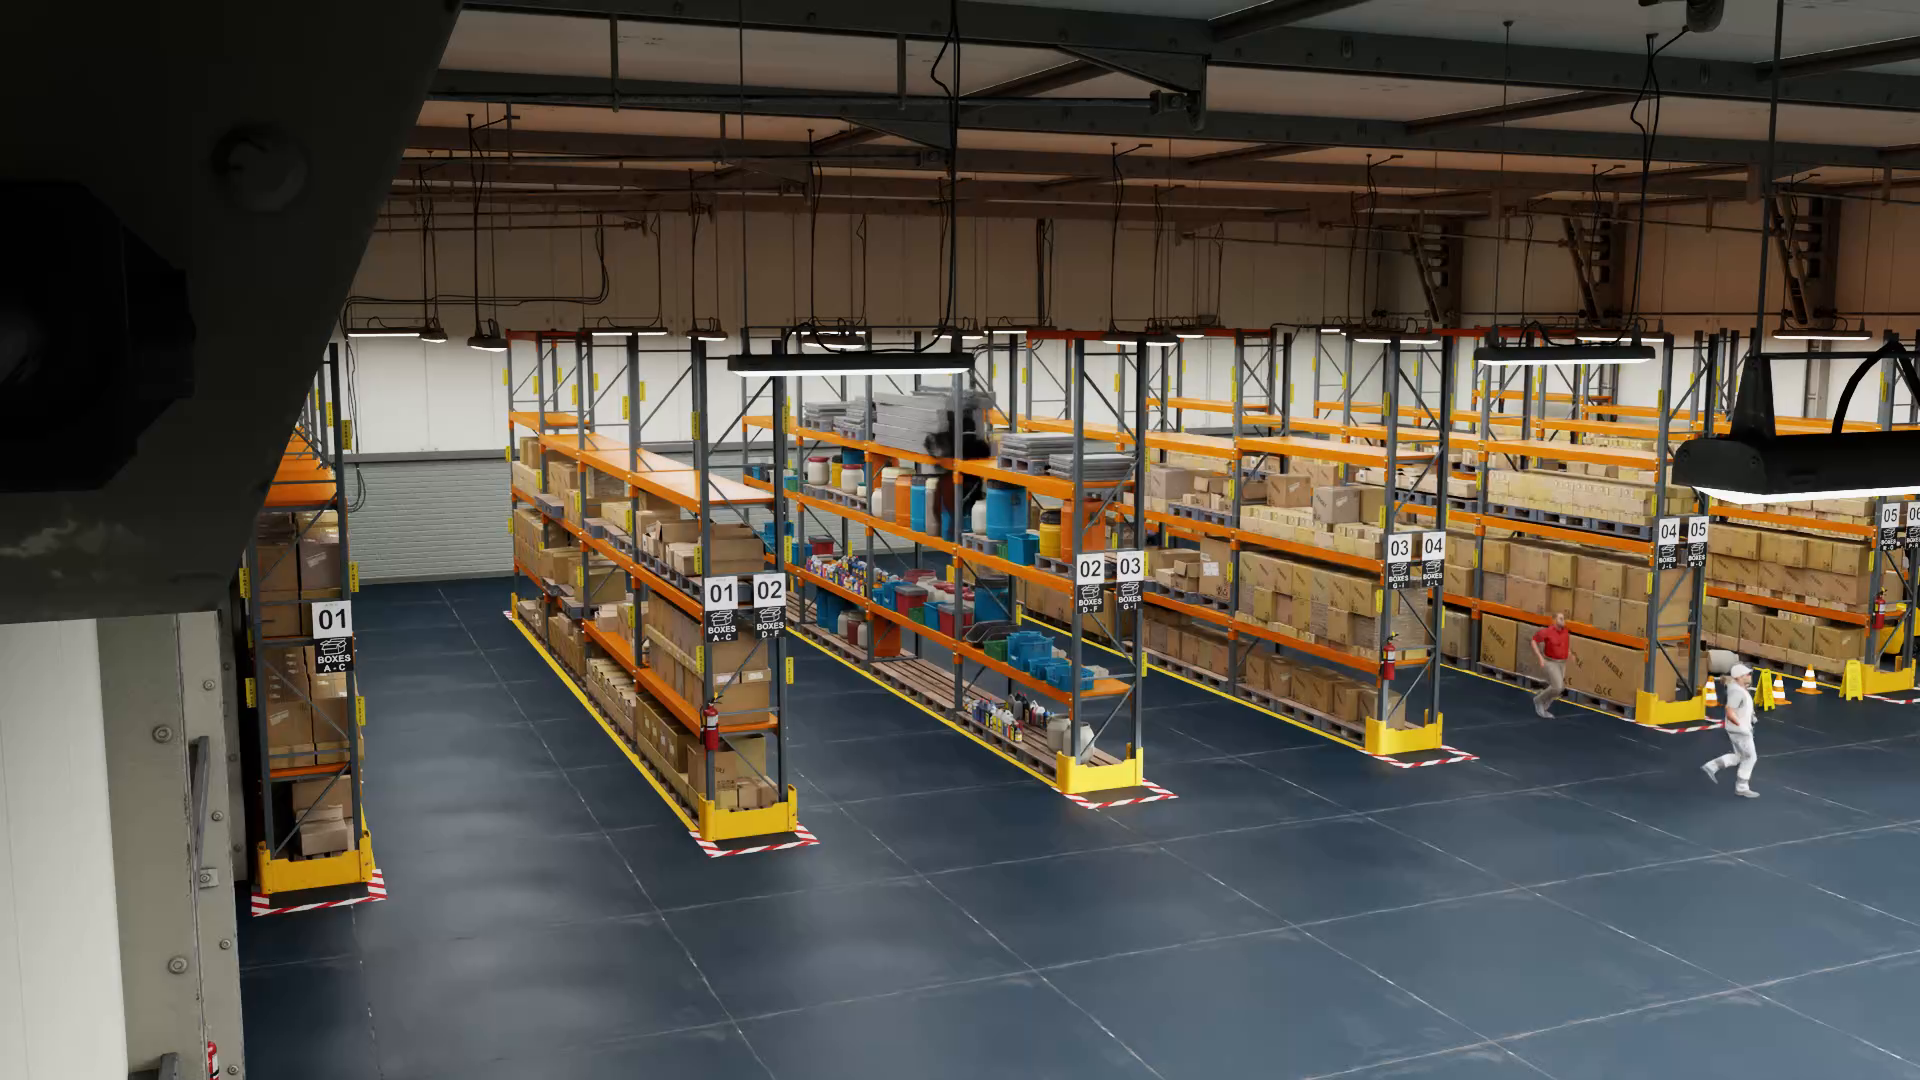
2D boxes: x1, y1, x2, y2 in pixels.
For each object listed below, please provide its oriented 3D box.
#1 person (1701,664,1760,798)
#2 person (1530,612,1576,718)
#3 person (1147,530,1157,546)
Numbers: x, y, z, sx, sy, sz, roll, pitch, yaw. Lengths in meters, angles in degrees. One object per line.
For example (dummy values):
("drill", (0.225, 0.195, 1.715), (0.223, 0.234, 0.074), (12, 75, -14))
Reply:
("person", (10.190, 2.499, 21.905), (0.722, 1.768, 0.650), (3, 8, 19))
("person", (9.338, 1.966, 26.048), (0.638, 1.677, 0.610), (-4, 9, -28))
("person", (4.803, -0.140, 41.842), (0.749, 1.598, 0.597), (2, 8, 15))
